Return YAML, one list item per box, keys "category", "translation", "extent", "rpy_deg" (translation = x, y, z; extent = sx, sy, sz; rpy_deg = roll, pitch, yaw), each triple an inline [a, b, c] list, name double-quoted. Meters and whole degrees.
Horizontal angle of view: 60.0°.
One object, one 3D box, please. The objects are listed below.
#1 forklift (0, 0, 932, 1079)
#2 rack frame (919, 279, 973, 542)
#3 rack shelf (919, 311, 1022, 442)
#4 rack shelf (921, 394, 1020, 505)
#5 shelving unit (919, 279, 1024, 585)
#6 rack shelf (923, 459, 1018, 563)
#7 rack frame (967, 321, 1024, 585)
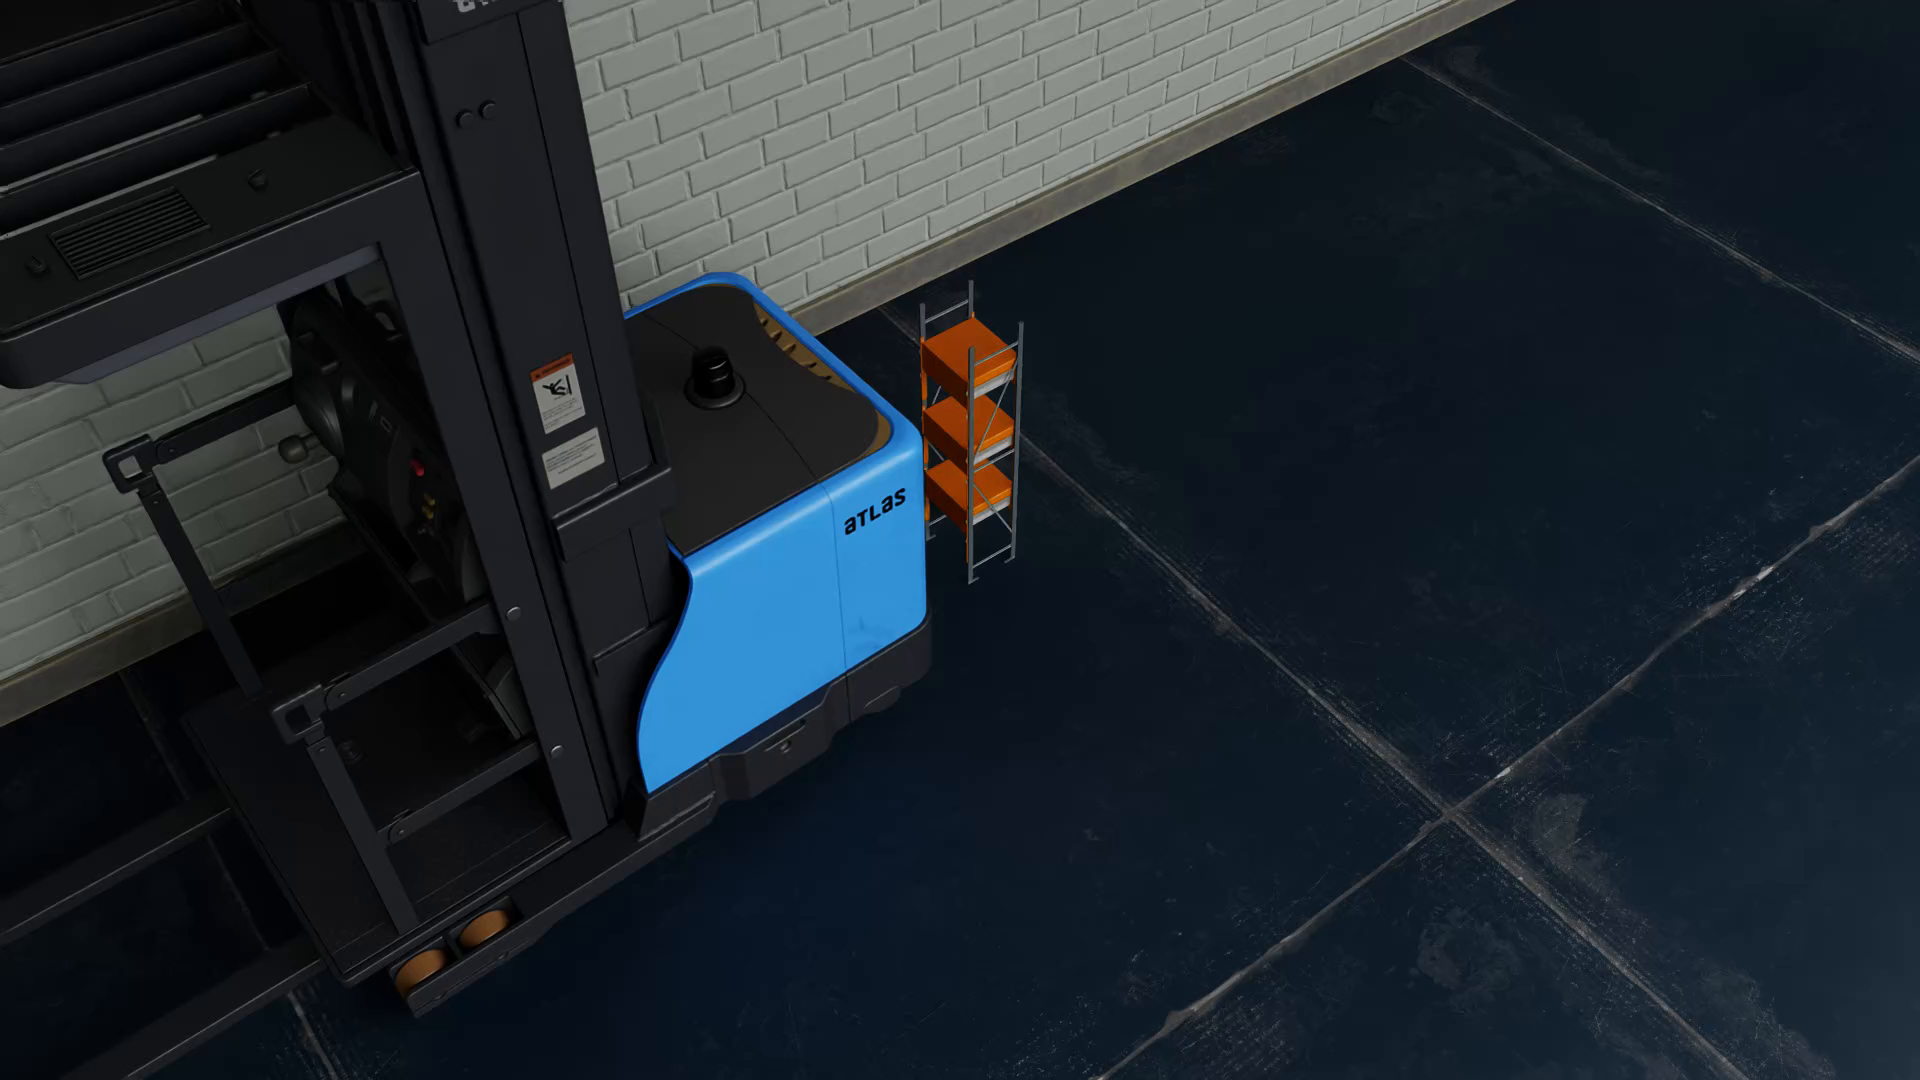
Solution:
- category: "forklift"
  translation: [-1.552, -0.143, 3.901]
  extent: [3.031, 2.935, 1.130]
  rpy_deg: [-31, 55, -25]
- category: "rack frame"
  translation: [-0.041, -0.393, 5.398]
  extent: [0.200, 1.050, 0.008]
  rpy_deg: [-29, 54, -24]
- category: "rack shelf"
  translation: [0.032, -0.505, 5.130]
  extent: [0.215, 0.259, 0.240]
  rpy_deg: [-29, 54, -24]
- category: "rack shelf"
  translation: [0.032, -0.314, 5.340]
  extent: [0.215, 0.259, 0.240]
  rpy_deg: [-29, 54, -24]
- category: "shelving unit"
  translation: [0.032, -0.321, 5.332]
  extent: [0.215, 1.050, 0.252]
  rpy_deg: [-29, 54, -24]
- category: "rack shelf"
  translation: [0.032, -0.127, 5.546]
  extent: [0.215, 0.259, 0.240]
  rpy_deg: [-29, 54, -24]
- category: "rack frame"
  translation: [0.106, -0.249, 5.267]
  extent: [0.200, 1.050, 0.008]
  rpy_deg: [-29, 54, -24]
